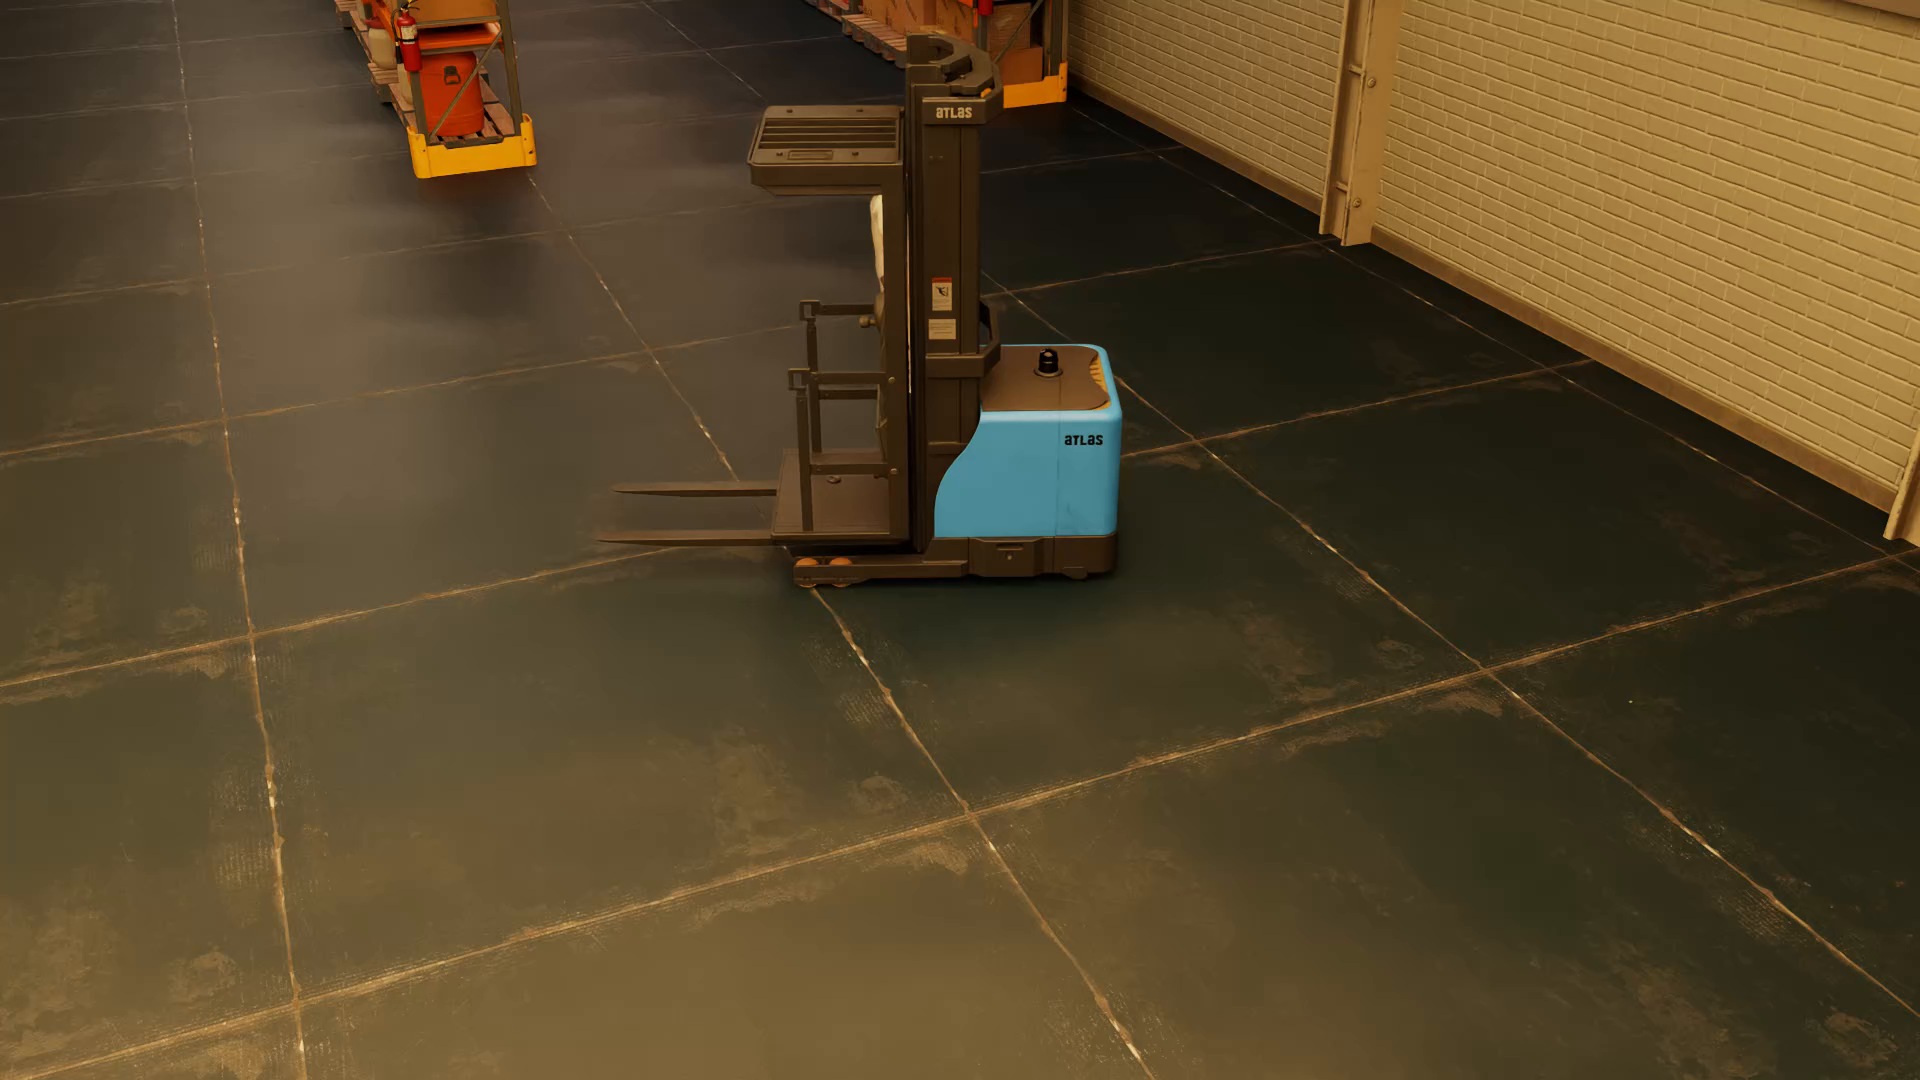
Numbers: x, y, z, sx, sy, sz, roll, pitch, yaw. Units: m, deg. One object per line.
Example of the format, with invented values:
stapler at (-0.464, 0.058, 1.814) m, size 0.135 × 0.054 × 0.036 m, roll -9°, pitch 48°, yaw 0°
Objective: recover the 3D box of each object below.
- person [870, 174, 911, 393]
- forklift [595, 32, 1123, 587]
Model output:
person at (-0.375, -1.870, 11.649) m, size 0.542 × 1.678 × 0.555 m, roll -6°, pitch 30°, yaw -10°
forklift at (-0.610, -1.265, 9.333) m, size 3.031 × 2.935 × 1.130 m, roll -1°, pitch 30°, yaw -1°
